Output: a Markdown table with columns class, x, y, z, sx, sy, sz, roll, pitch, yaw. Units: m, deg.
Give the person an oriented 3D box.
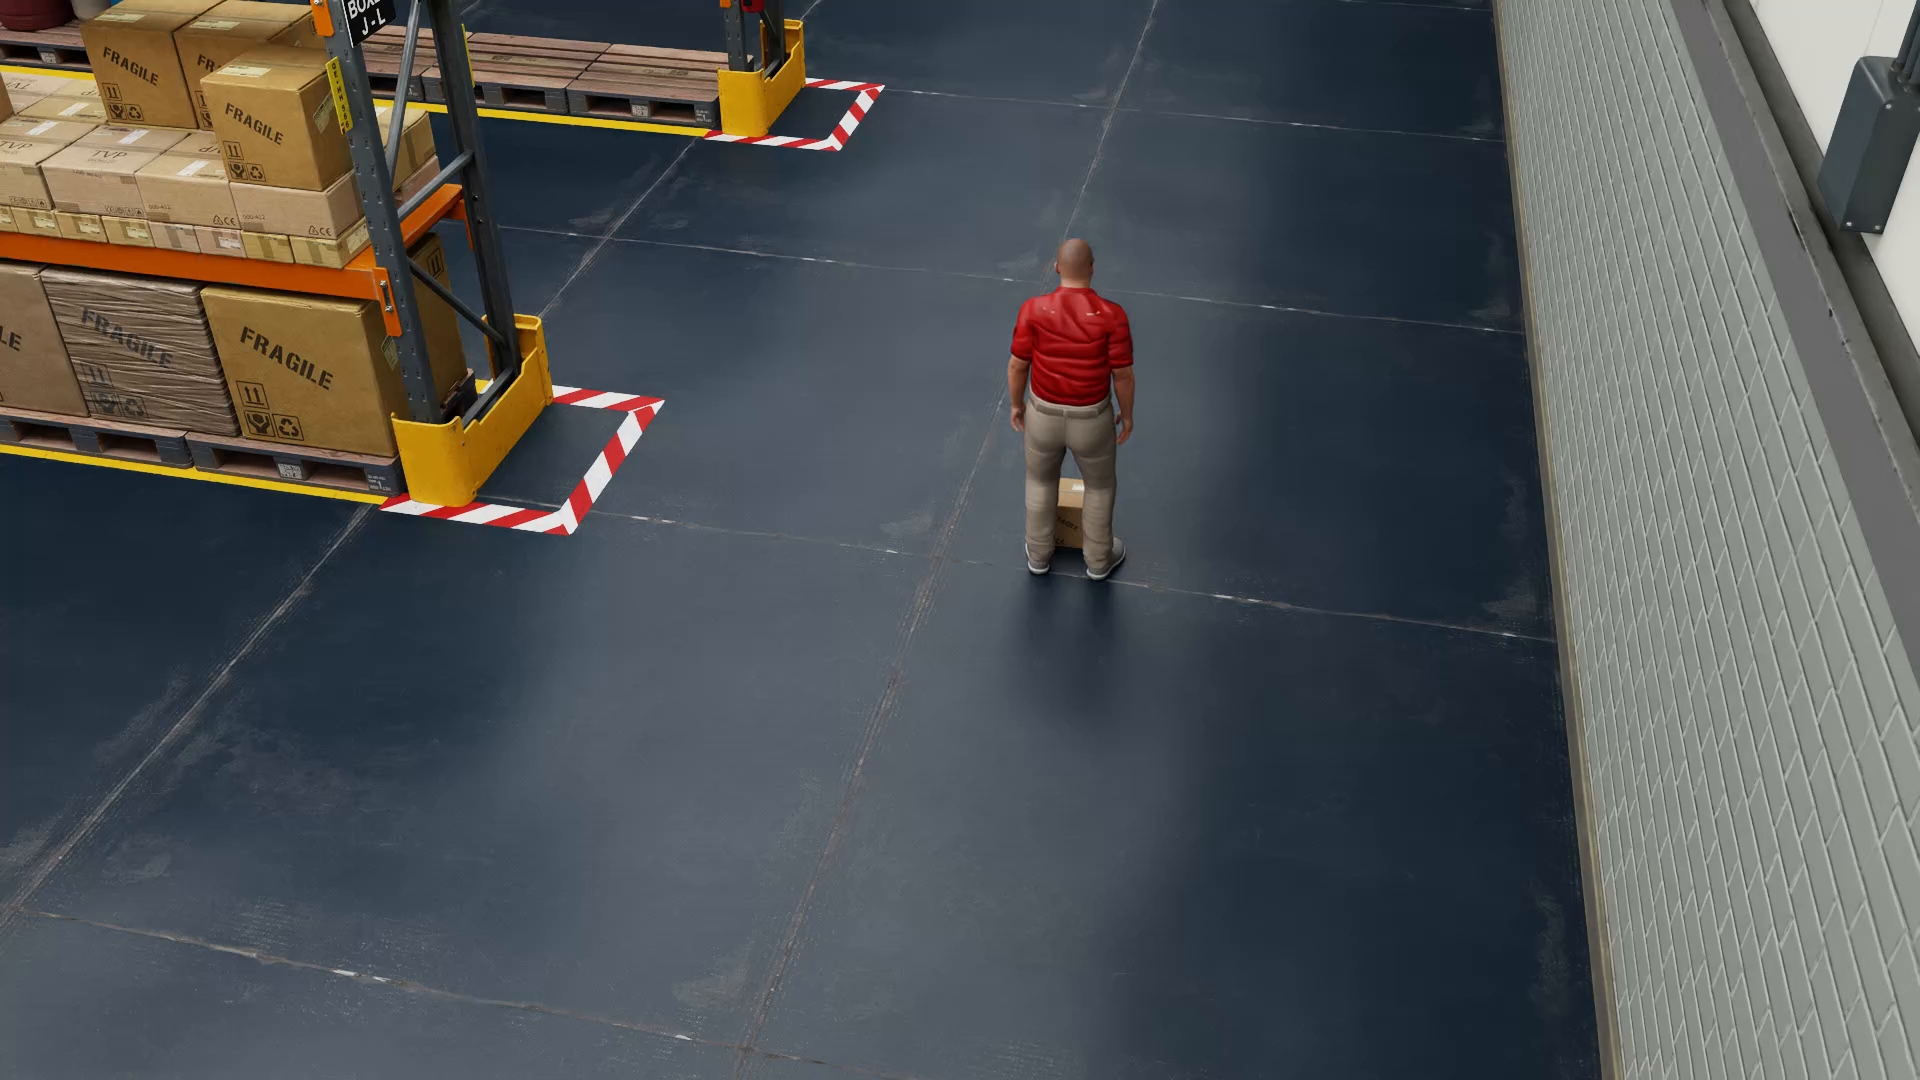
| class | x | y | z | sx | sy | sz | roll | pitch | yaw |
| --- | --- | --- | --- | --- | --- | --- | --- | --- | --- |
| person | 0.519 | -0.585 | 7.772 | 0.586 | 1.727 | 0.390 | 7 | 37 | 10 |
